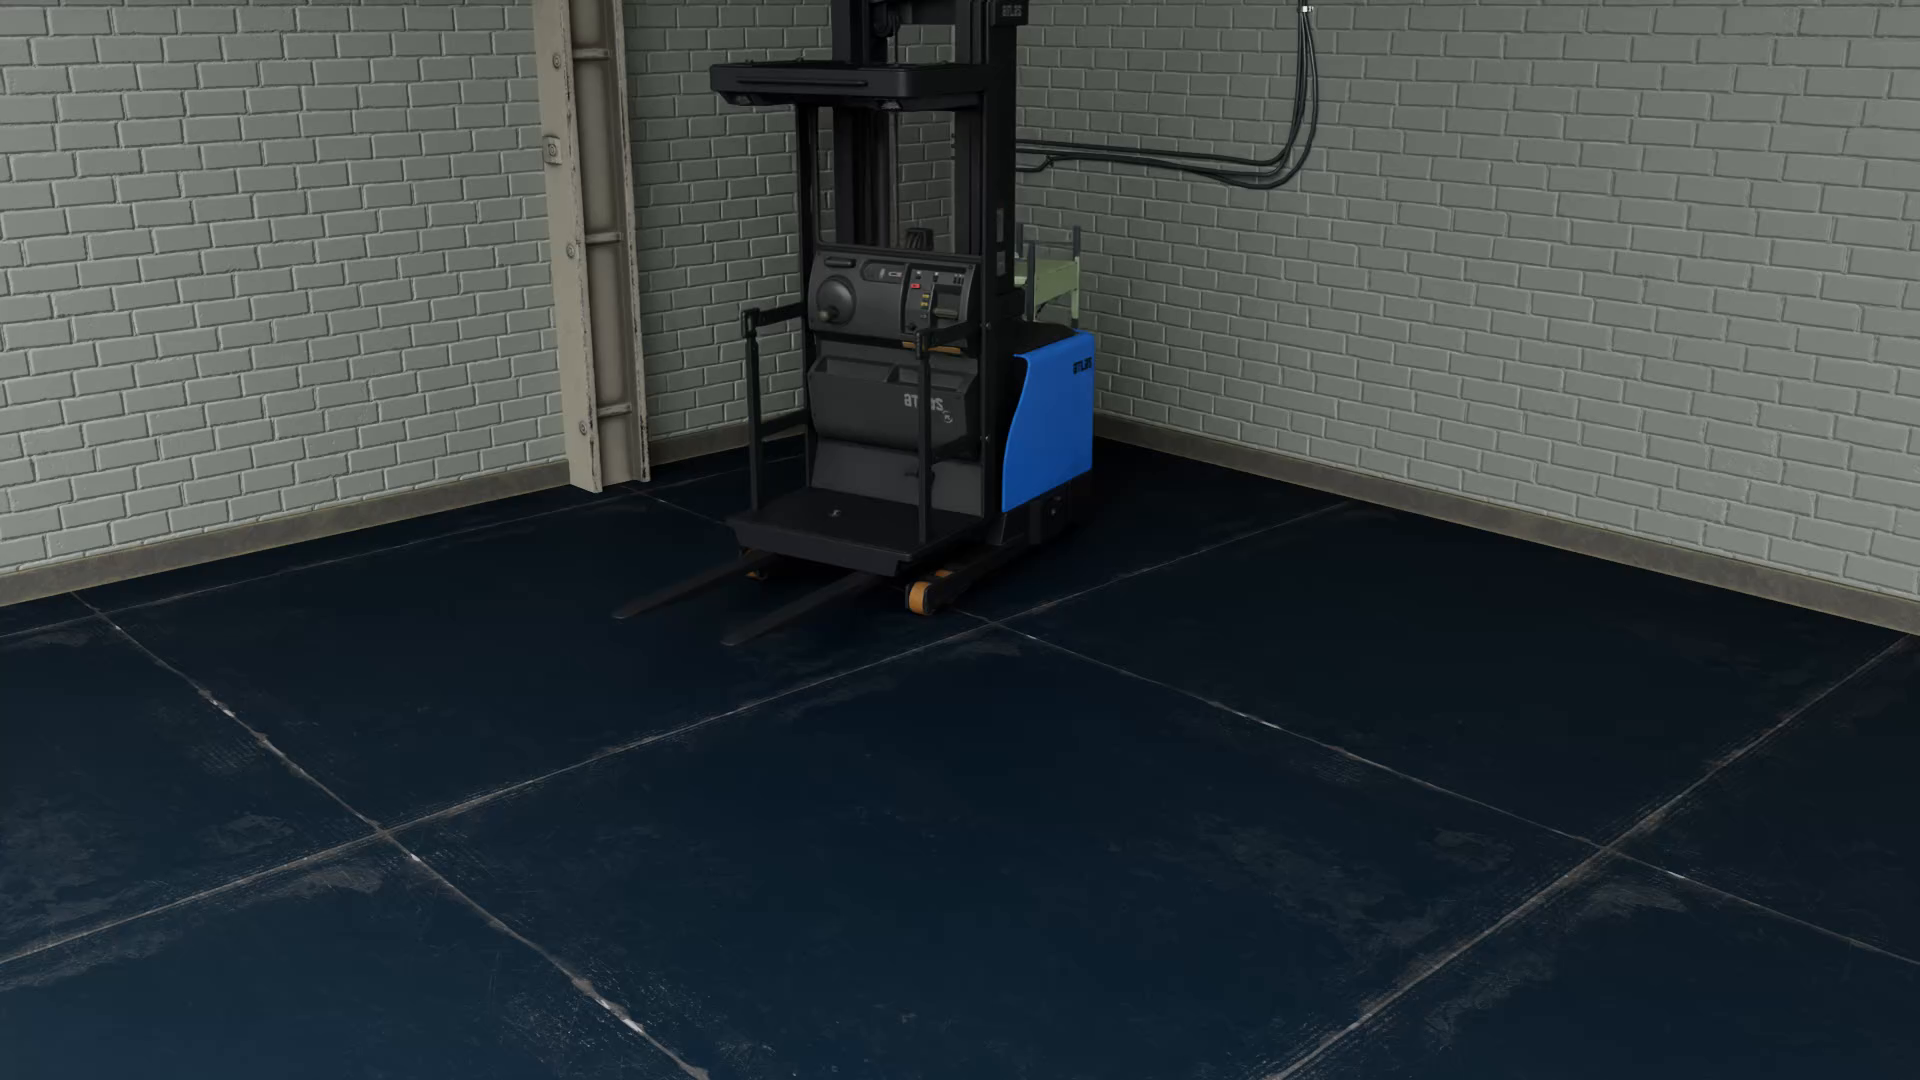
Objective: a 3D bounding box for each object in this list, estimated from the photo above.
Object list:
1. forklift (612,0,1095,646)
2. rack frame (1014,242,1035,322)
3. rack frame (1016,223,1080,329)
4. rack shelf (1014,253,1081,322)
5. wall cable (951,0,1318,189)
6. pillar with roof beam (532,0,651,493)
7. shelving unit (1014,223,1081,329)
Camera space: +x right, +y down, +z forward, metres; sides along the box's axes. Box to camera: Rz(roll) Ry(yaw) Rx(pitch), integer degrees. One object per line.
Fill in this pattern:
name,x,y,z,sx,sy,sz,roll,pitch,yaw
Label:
forklift,-0.448,-1.197,7.924,1.130,2.935,3.031,11,21,30
rack frame,0.229,-0.958,9.507,0.400,1.500,0.023,8,20,23
rack frame,0.526,-1.164,10.143,0.400,1.500,0.023,8,20,23
rack shelf,0.378,-1.432,9.705,0.431,0.370,0.720,8,20,23
wall cable,0.926,-3.486,10.180,0.112,2.526,3.097,-16,24,-41
pillar with roof beam,0.835,-3.670,5.714,0.400,9.000,9.100,-16,24,-41
shelving unit,0.378,-1.061,9.825,0.431,1.500,0.755,8,20,23
